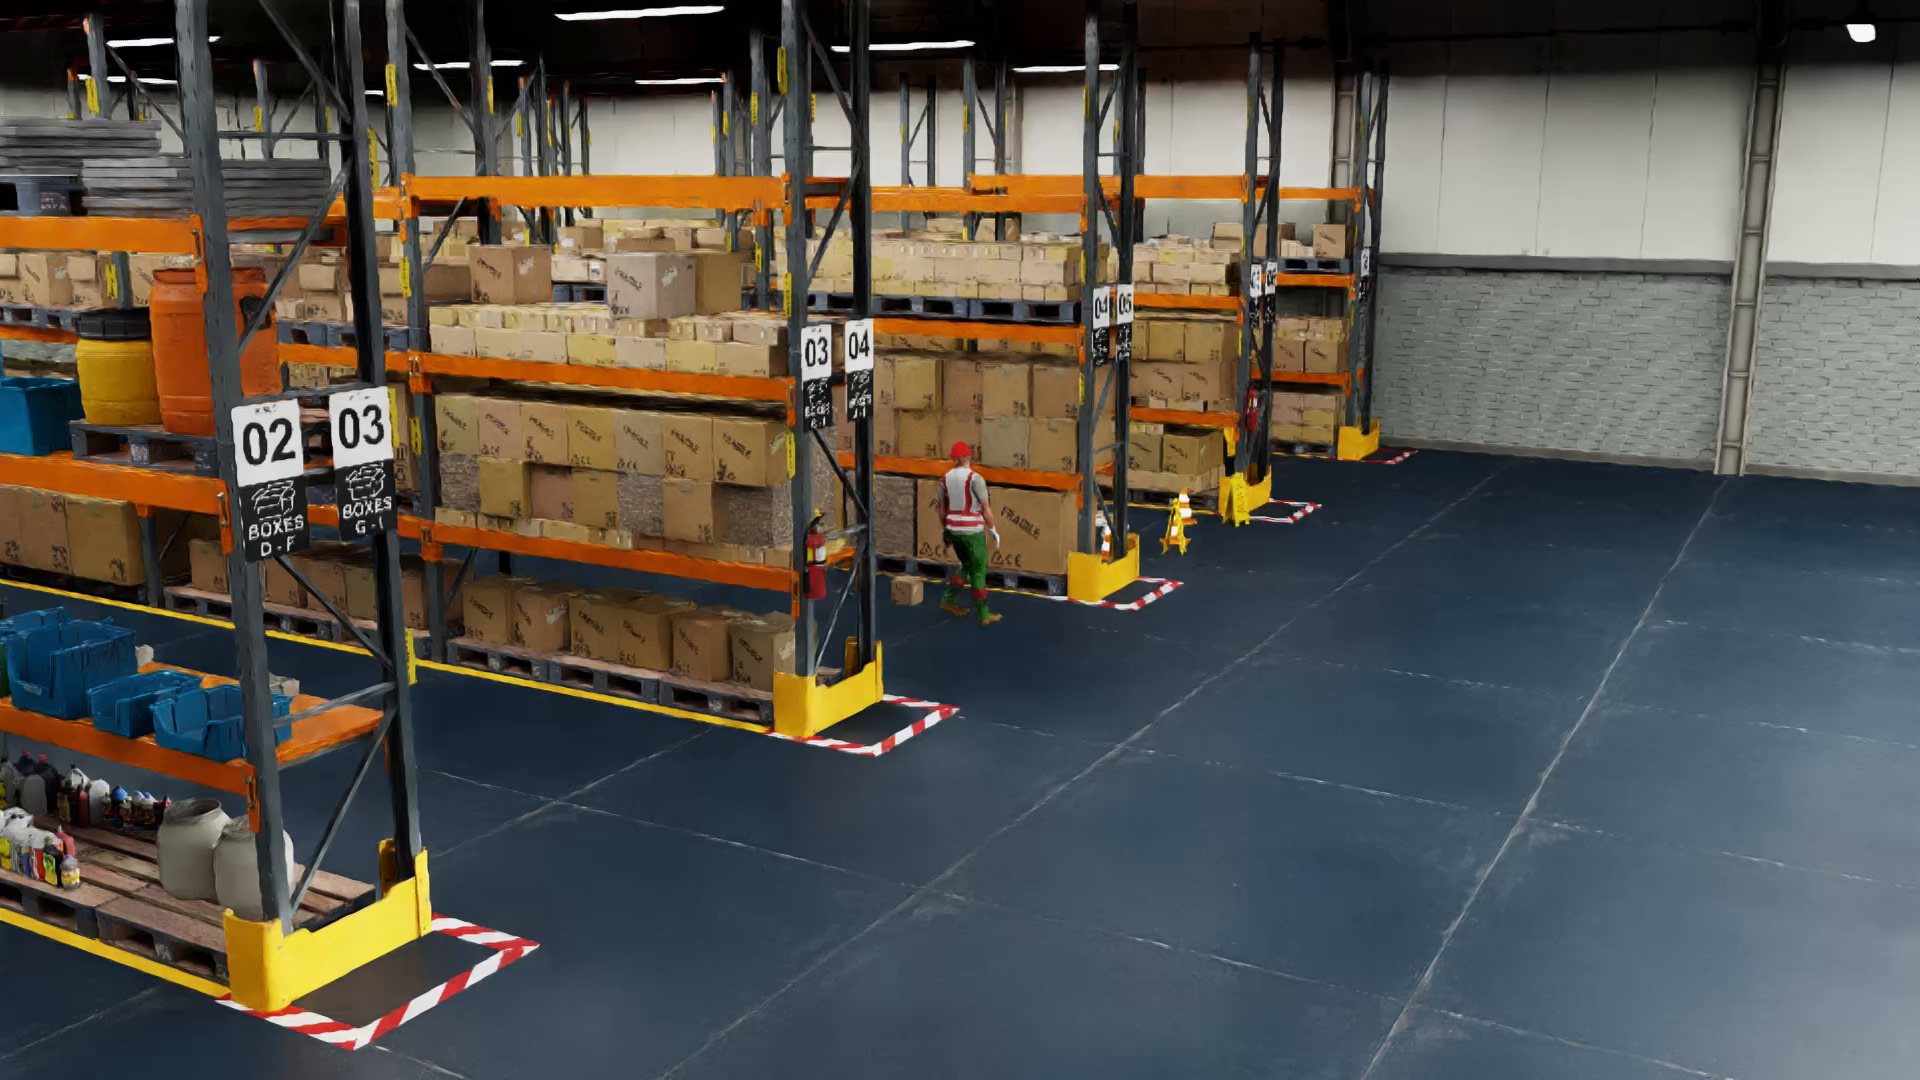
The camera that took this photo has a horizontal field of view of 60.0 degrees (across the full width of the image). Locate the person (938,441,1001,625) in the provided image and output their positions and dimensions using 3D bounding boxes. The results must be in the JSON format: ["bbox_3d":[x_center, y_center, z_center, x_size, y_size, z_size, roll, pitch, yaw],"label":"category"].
[{"bbox_3d":[0.091,-0.082,16.291,0.428,1.768,0.640,-12,17,-43],"label":"person"}]
